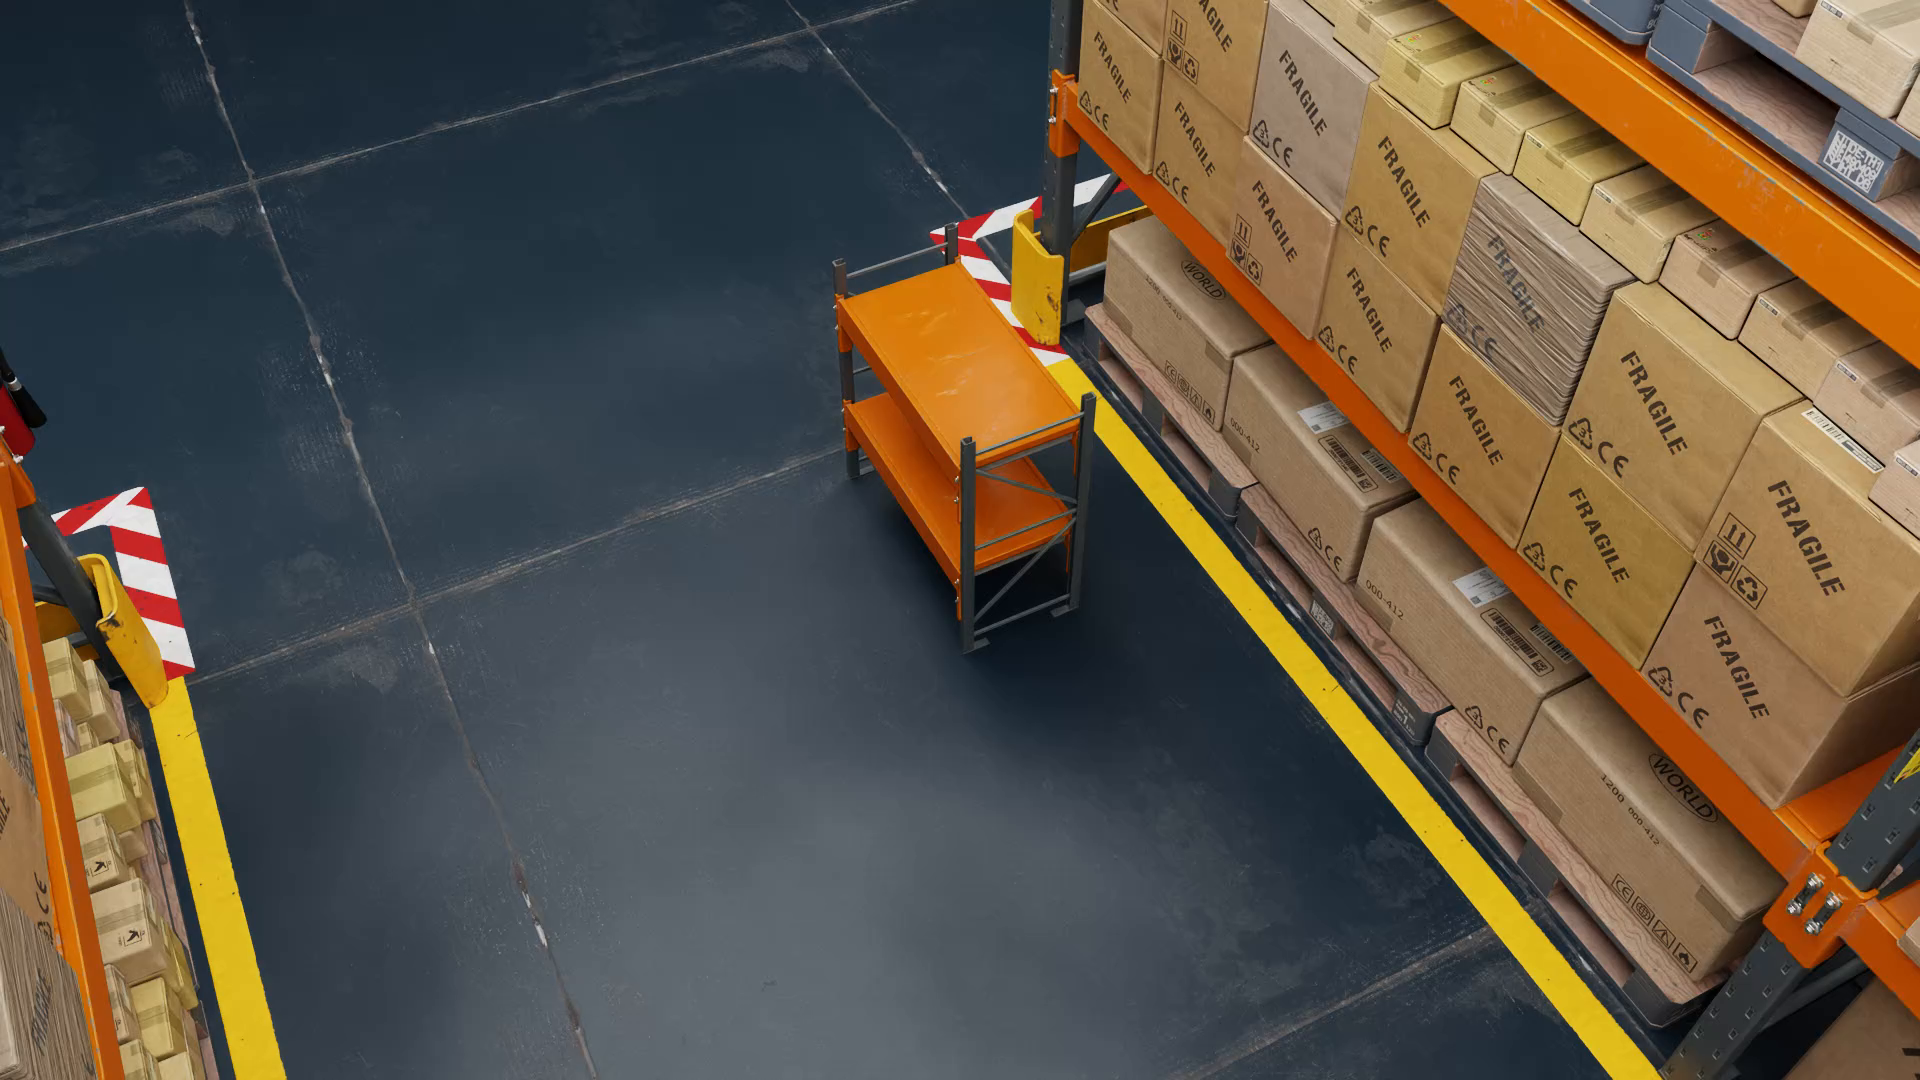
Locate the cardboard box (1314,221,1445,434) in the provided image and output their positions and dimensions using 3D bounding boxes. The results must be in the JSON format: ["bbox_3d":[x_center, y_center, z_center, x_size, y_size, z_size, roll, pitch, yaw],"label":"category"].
[{"bbox_3d":[1.499,-0.741,5.231,0.500,0.500,0.500,-20,52,-16],"label":"cardboard box"}]

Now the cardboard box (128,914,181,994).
[{"bbox_3d":[-2.555,1.286,4.942,0.380,0.149,0.250,-20,52,-17],"label":"cardboard box"}]

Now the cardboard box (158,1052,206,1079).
[{"bbox_3d":[-2.303,1.639,4.634,0.380,0.149,0.250,-21,52,-17],"label":"cardboard box"}]

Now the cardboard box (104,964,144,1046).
[{"bbox_3d":[-2.518,1.399,4.646,0.380,0.149,0.250,-23,53,-19],"label":"cardboard box"}]

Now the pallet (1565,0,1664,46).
[{"bbox_3d":[1.728,-1.781,4.274,1.003,0.211,1.213,-21,52,-18],"label":"pallet"}]

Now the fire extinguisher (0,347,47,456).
[{"bbox_3d":[-3.243,-0.540,5.421,0.296,0.674,0.183,-21,52,-18],"label":"fire extinguisher"}]

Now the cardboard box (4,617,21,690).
[{"bbox_3d":[-2.791,0.348,4.513,0.380,0.149,0.250,-20,52,-17],"label":"cardboard box"}]

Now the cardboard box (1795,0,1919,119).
[{"bbox_3d":[1.950,-1.026,3.376,0.380,0.149,0.250,-20,52,-17],"label":"cardboard box"}]

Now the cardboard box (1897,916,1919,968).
[{"bbox_3d":[2.614,0.979,3.893,0.500,0.250,0.500,-22,52,-18],"label":"cardboard box"}]

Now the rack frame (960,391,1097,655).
[{"bbox_3d":[0.230,-0.035,5.926,0.500,1.125,0.032,-21,52,-18],"label":"rack frame"}]

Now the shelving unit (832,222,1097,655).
[{"bbox_3d":[-0.003,-0.375,6.223,0.538,1.125,1.048,-21,52,-18],"label":"shelving unit"}]

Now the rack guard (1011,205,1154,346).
[{"bbox_3d":[0.806,-1.326,7.470,1.175,0.500,0.348,-21,52,-18],"label":"rack guard"}]

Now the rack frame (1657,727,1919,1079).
[{"bbox_3d":[2.648,0.544,4.174,1.000,3.000,0.127,-21,52,-18],"label":"rack frame"}]

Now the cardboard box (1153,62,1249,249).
[{"bbox_3d":[1.038,-1.417,5.823,0.500,0.500,0.500,-22,52,-18],"label":"cardboard box"}]

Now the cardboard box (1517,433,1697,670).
[{"bbox_3d":[1.968,-0.054,4.630,0.500,0.500,0.500,-22,52,-18],"label":"cardboard box"}]

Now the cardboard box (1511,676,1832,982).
[{"bbox_3d":[2.456,0.792,5.380,0.875,0.438,0.875,-22,52,-18],"label":"cardboard box"}]

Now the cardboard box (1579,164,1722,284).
[{"bbox_3d":[1.816,-0.831,4.215,0.380,0.149,0.250,-22,52,-18],"label":"cardboard box"}]

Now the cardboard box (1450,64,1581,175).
[{"bbox_3d":[1.569,-1.165,4.507,0.380,0.149,0.250,-21,52,-18],"label":"cardboard box"}]

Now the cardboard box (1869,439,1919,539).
[{"bbox_3d":[2.224,-0.128,3.600,0.380,0.149,0.250,-22,52,-18],"label":"cardboard box"}]

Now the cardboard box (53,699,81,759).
[{"bbox_3d":[-3.006,0.699,5.258,0.380,0.149,0.250,-20,52,-17],"label":"cardboard box"}]

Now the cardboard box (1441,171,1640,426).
[{"bbox_3d":[1.720,-0.719,4.548,0.500,0.500,0.500,-21,52,-17],"label":"cardboard box"}]

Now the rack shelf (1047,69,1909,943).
[{"bbox_3d":[1.733,-0.558,5.616,1.077,0.370,4.000,-21,52,-18],"label":"rack shelf"}]

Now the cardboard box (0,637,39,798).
[{"bbox_3d":[-2.632,0.403,4.033,0.500,0.500,0.500,-21,52,-17],"label":"cardboard box"}]

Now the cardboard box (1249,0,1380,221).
[{"bbox_3d":[1.269,-1.391,5.135,0.500,0.500,0.500,-22,52,-18],"label":"cardboard box"}]

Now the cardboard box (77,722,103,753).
[{"bbox_3d":[-2.971,0.790,5.376,0.380,0.149,0.250,-22,52,-18],"label":"cardboard box"}]

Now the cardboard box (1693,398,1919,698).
[{"bbox_3d":[2.186,-0.039,3.953,0.500,0.500,0.500,-22,52,-18],"label":"cardboard box"}]

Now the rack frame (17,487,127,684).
[{"bbox_3d":[-3.538,-0.360,4.965,1.000,3.000,0.127,-21,52,-18],"label":"rack frame"}]

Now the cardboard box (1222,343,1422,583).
[{"bbox_3d":[1.635,-0.411,6.432,0.875,0.438,0.875,-20,52,-17],"label":"cardboard box"}]

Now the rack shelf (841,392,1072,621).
[{"bbox_3d":[-0.003,-0.214,6.407,0.538,0.278,1.000,-21,52,-18],"label":"rack shelf"}]

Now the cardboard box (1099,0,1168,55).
[{"bbox_3d":[0.784,-2.076,5.735,0.500,0.500,0.500,-22,52,-18],"label":"cardboard box"}]

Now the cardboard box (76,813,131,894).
[{"bbox_3d":[-2.713,1.024,4.974,0.380,0.149,0.250,-23,53,-19],"label":"cardboard box"}]

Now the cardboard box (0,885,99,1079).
[{"bbox_3d":[-2.141,1.089,3.433,0.500,0.500,0.500,-22,52,-18],"label":"cardboard box"}]

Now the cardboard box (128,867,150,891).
[{"bbox_3d":[-2.735,1.225,5.194,0.380,0.149,0.250,-21,52,-17],"label":"cardboard box"}]

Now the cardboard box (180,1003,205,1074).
[{"bbox_3d":[-2.455,1.564,4.897,0.380,0.149,0.250,-20,52,-17],"label":"cardboard box"}]

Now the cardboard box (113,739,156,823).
[{"bbox_3d":[-2.904,0.858,5.515,0.380,0.149,0.250,-20,52,-16],"label":"cardboard box"}]

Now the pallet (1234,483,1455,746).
[{"bbox_3d":[1.807,0.109,6.407,1.003,0.211,1.213,-21,52,-18],"label":"pallet"}]

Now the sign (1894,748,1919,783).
[{"bbox_3d":[2.155,0.425,3.650,0.100,0.325,0.005,-21,52,-18],"label":"sign"}]

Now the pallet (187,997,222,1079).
[{"bbox_3d":[-2.608,1.980,4.771,1.003,0.211,1.213,-21,52,-18],"label":"pallet"}]

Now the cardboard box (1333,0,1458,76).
[{"bbox_3d":[1.314,-1.502,4.802,0.380,0.149,0.250,-21,52,-17],"label":"cardboard box"}]

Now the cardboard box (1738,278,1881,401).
[{"bbox_3d":[2.094,-0.512,3.936,0.380,0.149,0.250,-21,52,-17],"label":"cardboard box"}]
